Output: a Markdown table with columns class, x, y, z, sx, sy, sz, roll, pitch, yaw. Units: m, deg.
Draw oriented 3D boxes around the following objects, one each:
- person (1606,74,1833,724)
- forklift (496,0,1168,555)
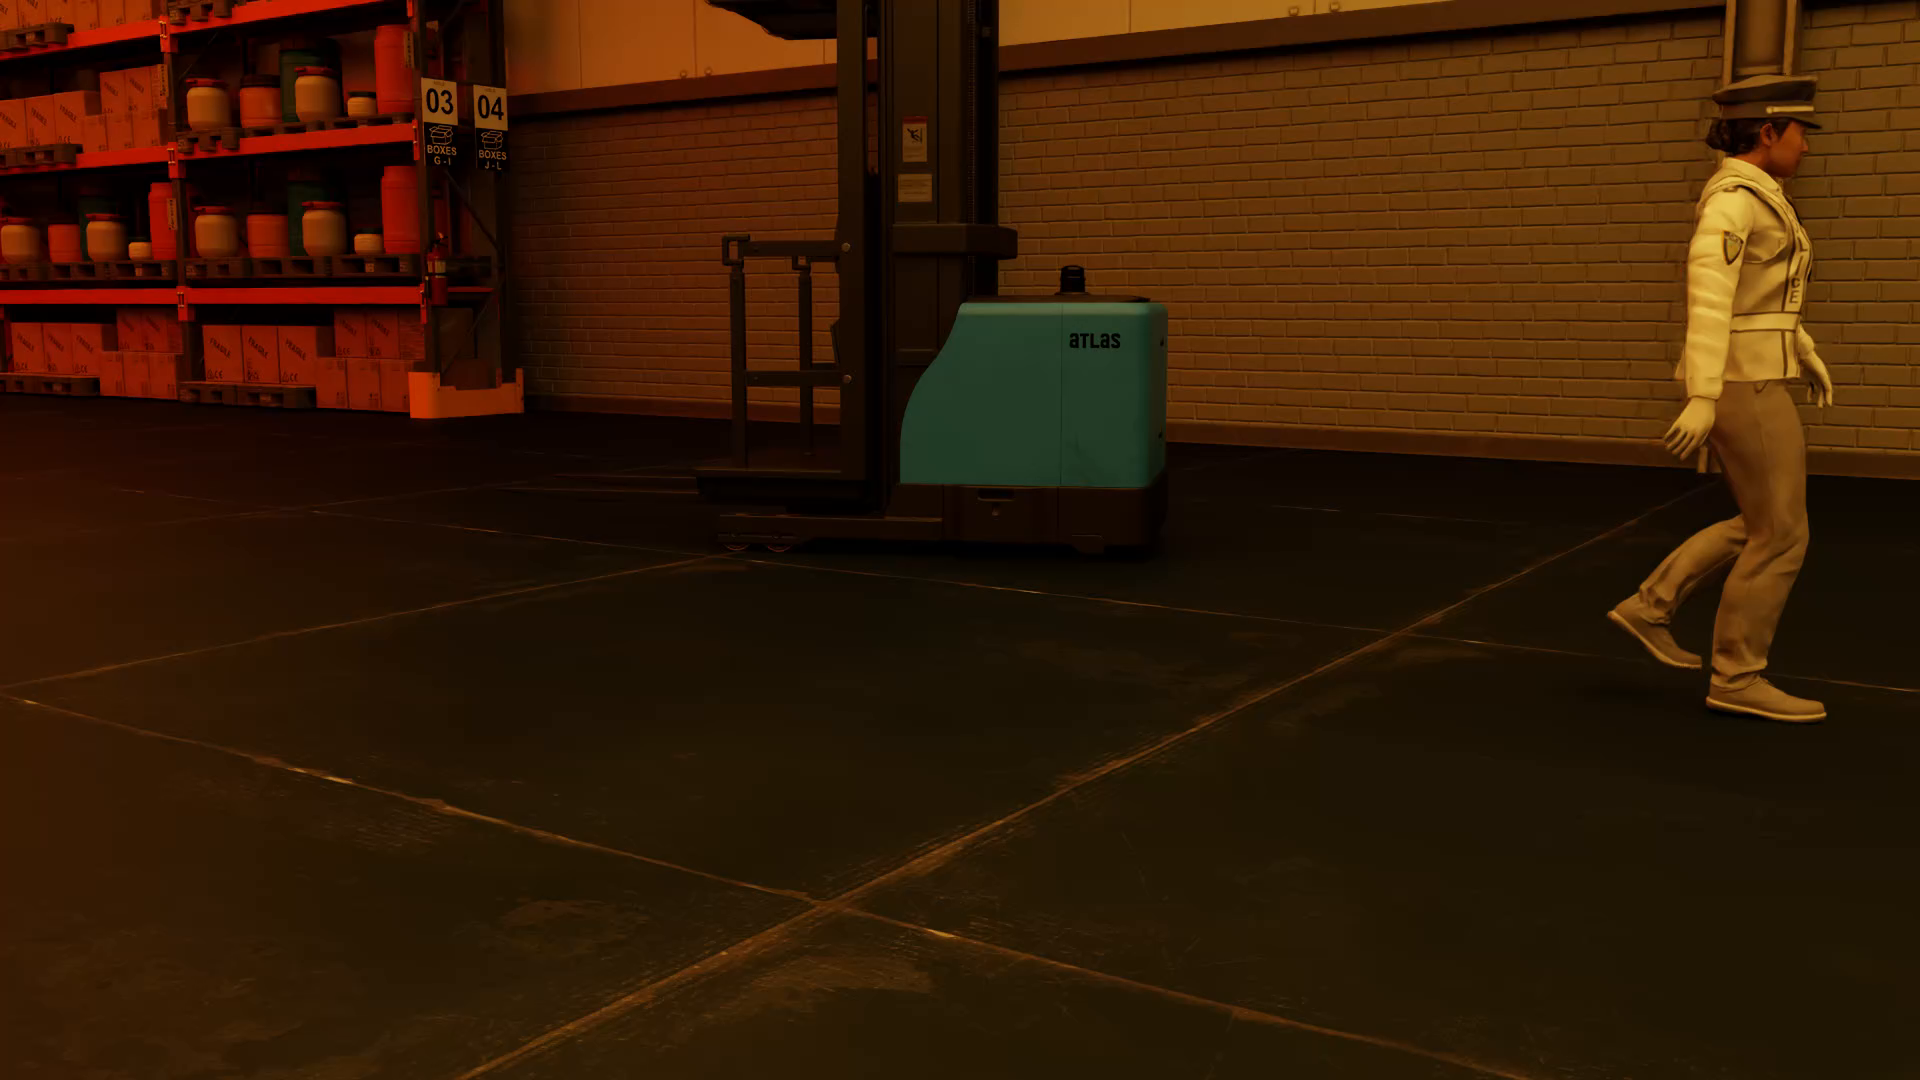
| class | x | y | z | sx | sy | sz | roll | pitch | yaw |
| --- | --- | --- | --- | --- | --- | --- | --- | --- | --- |
| person | 2.027 | -0.367 | 4.354 | 0.555 | 1.651 | 0.721 | 3 | 9 | 19 |
| forklift | -0.596 | -1.469 | 7.520 | 3.031 | 2.935 | 1.130 | 2 | 8 | 12 |
